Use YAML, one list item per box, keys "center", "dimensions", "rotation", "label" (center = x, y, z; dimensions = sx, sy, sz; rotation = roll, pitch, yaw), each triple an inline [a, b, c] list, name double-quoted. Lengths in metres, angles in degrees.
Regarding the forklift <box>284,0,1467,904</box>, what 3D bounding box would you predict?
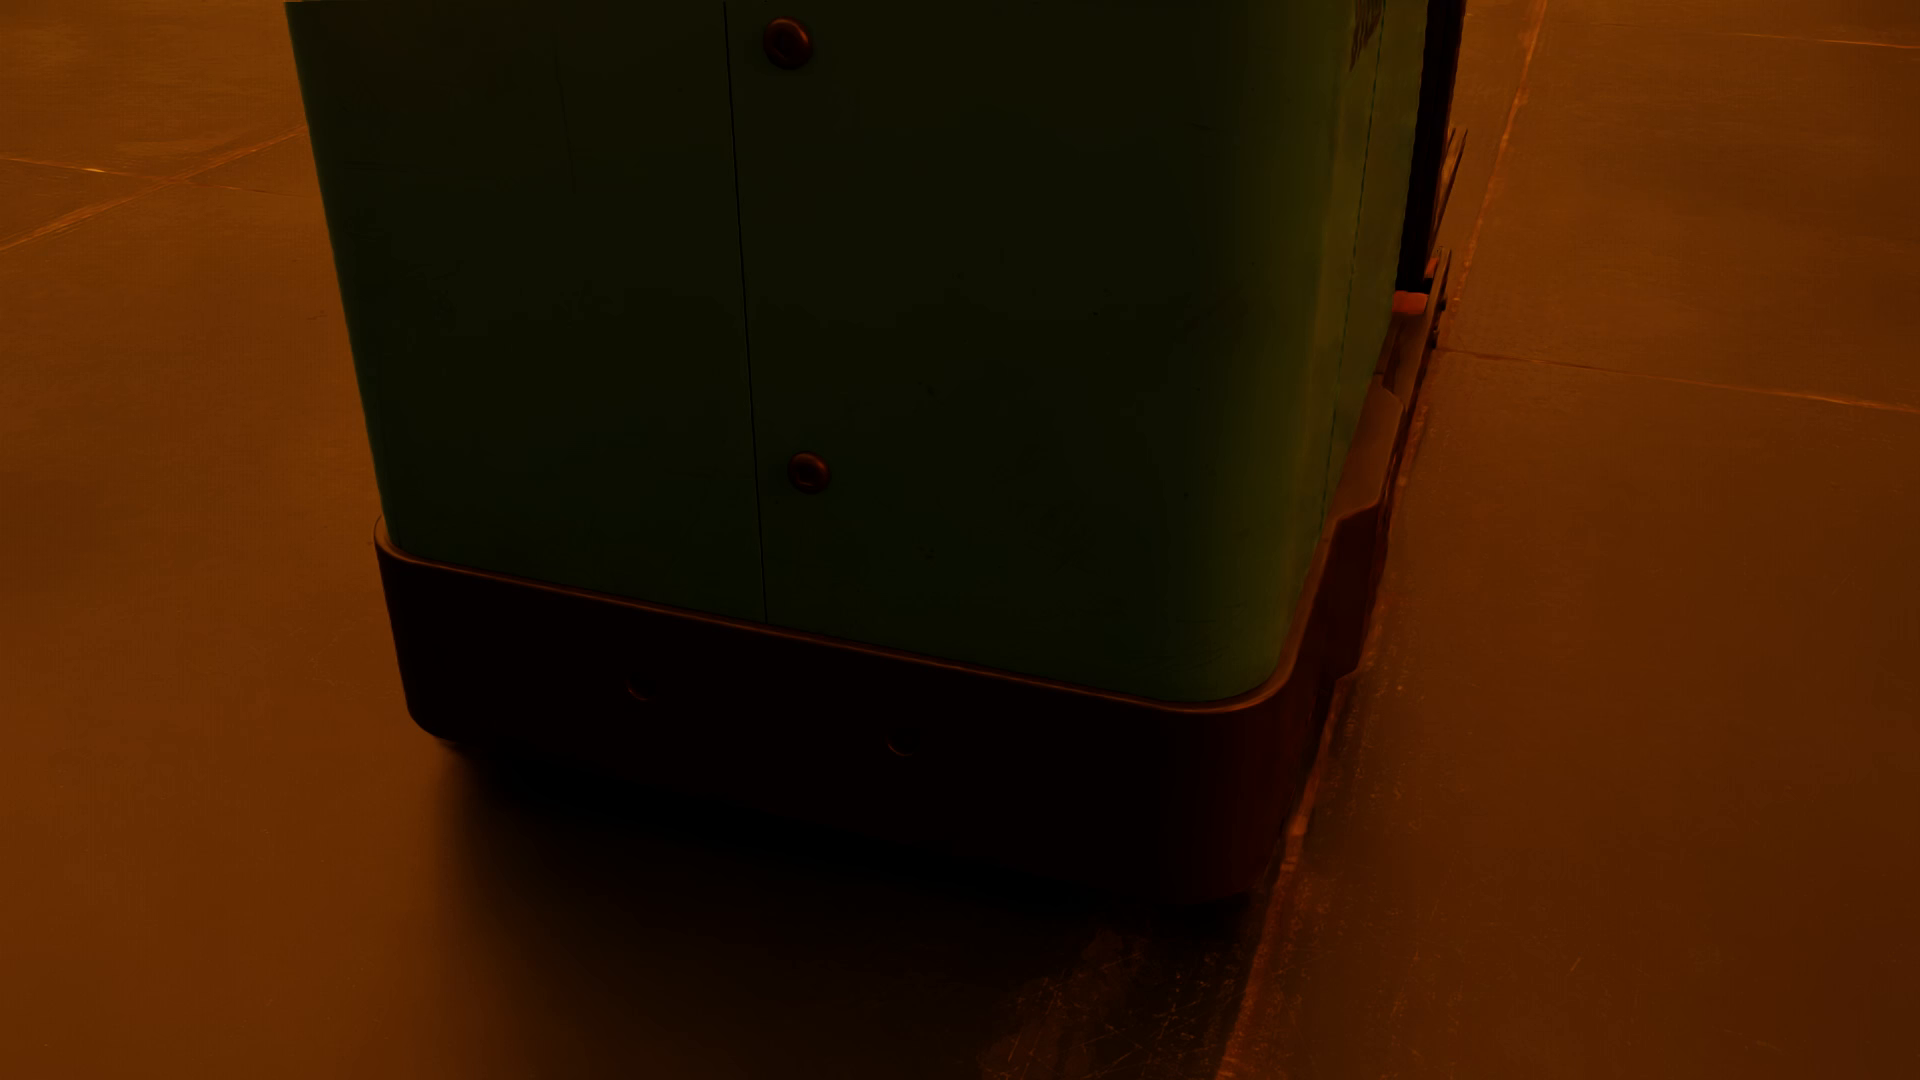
- center: [0.295, -1.616, 2.379]
  dimensions: [1.130, 2.935, 3.031]
  rotation: [10, 31, 17]
  label: "forklift"
